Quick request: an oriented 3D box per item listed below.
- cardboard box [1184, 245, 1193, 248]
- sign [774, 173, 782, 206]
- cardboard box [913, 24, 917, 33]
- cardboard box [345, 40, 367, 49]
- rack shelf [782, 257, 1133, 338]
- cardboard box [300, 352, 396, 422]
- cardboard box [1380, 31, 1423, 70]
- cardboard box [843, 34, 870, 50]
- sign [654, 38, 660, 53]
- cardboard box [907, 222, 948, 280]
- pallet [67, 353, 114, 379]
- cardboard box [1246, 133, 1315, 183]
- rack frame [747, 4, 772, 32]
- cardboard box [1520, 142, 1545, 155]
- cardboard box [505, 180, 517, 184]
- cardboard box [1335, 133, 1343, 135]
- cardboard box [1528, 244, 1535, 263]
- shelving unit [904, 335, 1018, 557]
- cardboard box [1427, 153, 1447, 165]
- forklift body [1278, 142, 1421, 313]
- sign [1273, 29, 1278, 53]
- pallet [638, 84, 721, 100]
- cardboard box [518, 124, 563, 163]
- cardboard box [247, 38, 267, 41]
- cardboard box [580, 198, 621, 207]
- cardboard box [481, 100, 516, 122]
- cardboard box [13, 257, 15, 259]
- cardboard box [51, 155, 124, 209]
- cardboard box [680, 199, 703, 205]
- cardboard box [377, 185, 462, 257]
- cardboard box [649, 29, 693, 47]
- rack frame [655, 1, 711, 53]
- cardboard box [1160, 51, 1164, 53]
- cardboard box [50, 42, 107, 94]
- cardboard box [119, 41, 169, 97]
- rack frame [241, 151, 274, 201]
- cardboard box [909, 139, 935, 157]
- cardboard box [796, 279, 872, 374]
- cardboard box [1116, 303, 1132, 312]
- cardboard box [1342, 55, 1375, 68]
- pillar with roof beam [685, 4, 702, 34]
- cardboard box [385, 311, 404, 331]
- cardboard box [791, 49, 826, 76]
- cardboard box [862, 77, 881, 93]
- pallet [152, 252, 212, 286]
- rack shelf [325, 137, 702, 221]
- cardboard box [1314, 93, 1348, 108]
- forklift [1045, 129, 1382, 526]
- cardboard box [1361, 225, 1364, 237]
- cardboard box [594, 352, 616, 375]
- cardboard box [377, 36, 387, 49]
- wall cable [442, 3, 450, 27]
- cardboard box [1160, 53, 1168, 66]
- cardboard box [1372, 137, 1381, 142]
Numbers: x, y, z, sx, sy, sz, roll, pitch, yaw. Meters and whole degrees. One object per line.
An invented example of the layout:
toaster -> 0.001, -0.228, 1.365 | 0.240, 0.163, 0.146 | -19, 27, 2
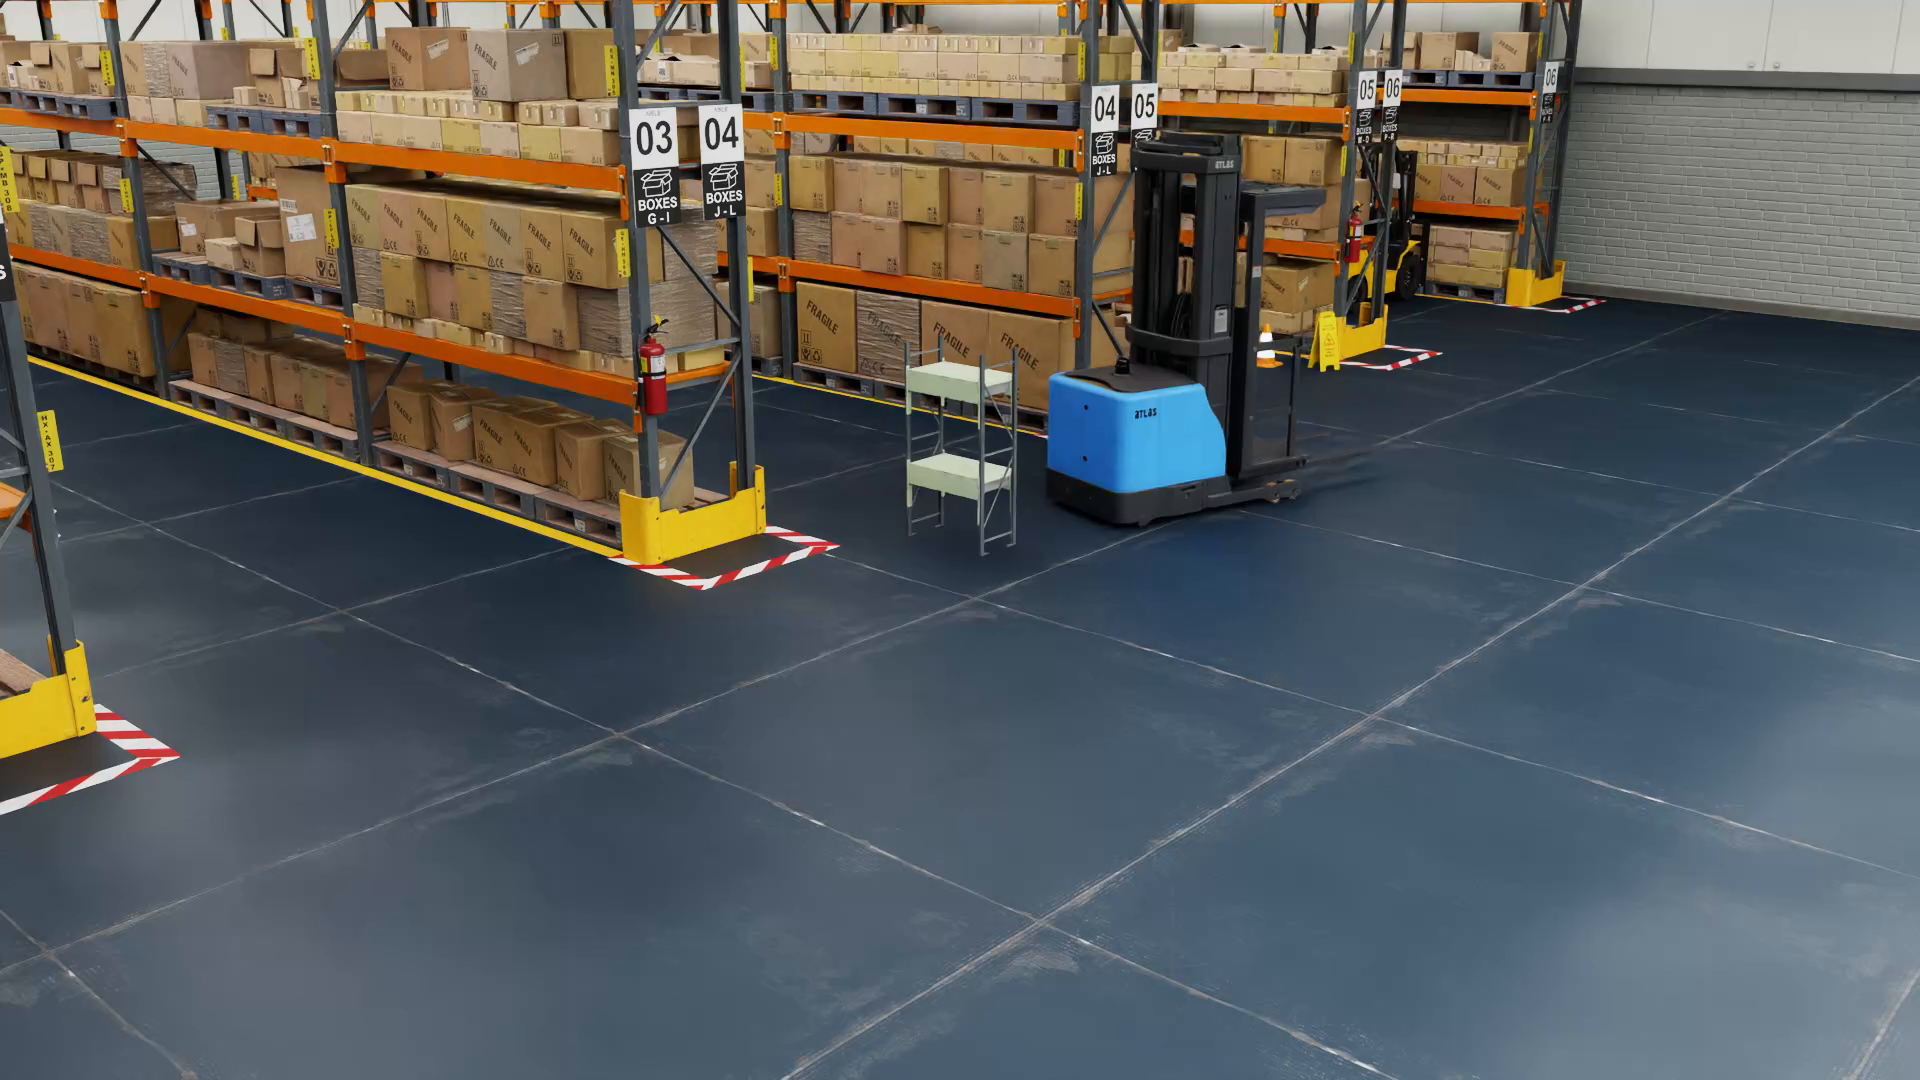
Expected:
cardboard box -> 2.659, -3.522, 21.362 | 0.500, 0.500, 0.500 | 16, 23, 40
sign -> -1.907, -3.684, 17.477 | 0.005, 0.325, 0.100 | 15, 23, 39
cardboard box -> -0.761, -9.016, 29.482 | 0.258, 0.266, 0.396 | 15, 23, 38
cardboard box -> -8.157, -6.739, 22.691 | 0.250, 0.149, 0.380 | 16, 23, 41
rack shelf -> -0.058, -2.550, 16.877 | 4.000, 0.370, 1.077 | 15, 23, 39
cardboard box -> -5.711, -1.439, 15.592 | 0.500, 0.500, 0.700 | 15, 23, 39
cardboard box -> 6.335, -6.870, 23.311 | 0.637, 0.503, 0.797 | 16, 24, 41
cardboard box -> -0.936, -4.929, 16.464 | 0.250, 0.149, 0.380 | 15, 23, 38
sign -> -4.694, -7.629, 25.747 | 0.005, 0.325, 0.100 | 15, 23, 39
cardboard box -> -0.055, -2.970, 16.764 | 0.500, 0.550, 0.875 | 15, 23, 39
pallet -> -9.361, -2.087, 18.838 | 1.213, 0.211, 1.003 | 15, 23, 39
cardboard box -> 3.748, -4.454, 19.377 | 0.500, 0.500, 0.700 | 15, 23, 40
rack frame -> -4.027, -10.827, 31.852 | 0.127, 3.000, 1.000 | 15, 23, 39
cardboard box -> 7.831, -5.370, 22.843 | 0.250, 0.149, 0.380 | 14, 23, 38
cardboard box -> -5.403, -4.507, 20.592 | 0.250, 0.149, 0.380 | 15, 23, 39
cardboard box -> 5.755, -5.951, 24.676 | 0.250, 0.149, 0.380 | 15, 23, 39
cardboard box -> 7.726, -4.024, 23.359 | 0.500, 0.250, 0.500 | 16, 23, 40
shelving unit -> 0.005, -0.714, 12.381 | 0.755, 1.500, 0.431 | 15, 23, 39
cardboard box -> 6.721, -5.324, 23.191 | 0.250, 0.149, 0.380 | 14, 22, 38
forklift body -> 5.311, -4.319, 22.664 | 1.214, 2.155, 2.313 | 15, 23, 39
sign -> 4.595, -7.260, 24.195 | 0.005, 0.325, 0.100 | 15, 23, 39
pallet -> -3.190, -5.096, 19.064 | 1.213, 0.211, 1.003 | 16, 24, 42
cardboard box -> -2.834, -2.886, 12.037 | 0.500, 0.250, 0.500 | 15, 23, 40
cardboard box -> -10.259, -7.319, 24.517 | 0.250, 0.149, 0.380 | 16, 24, 41
cardboard box -> -2.530, -2.329, 12.683 | 0.500, 0.500, 0.500 | 15, 23, 39
cardboard box -> -3.313, -3.186, 12.321 | 0.250, 0.149, 0.380 | 14, 22, 37
cardboard box -> -11.346, -3.137, 20.355 | 0.875, 0.875, 0.875 | 15, 23, 39
cardboard box -> -9.441, -3.937, 18.233 | 0.637, 0.503, 0.797 | 16, 24, 41
cardboard box -> -2.877, -3.589, 18.797 | 0.500, 0.500, 0.500 | 15, 23, 40
cardboard box -> -4.379, -2.611, 13.569 | 0.500, 0.500, 0.500 | 15, 23, 39
cardboard box -> -4.628, -7.932, 26.662 | 0.500, 0.500, 0.500 | 16, 23, 40
rack frame -> -4.327, -8.900, 25.780 | 0.127, 3.000, 1.000 | 15, 23, 39
cardboard box -> 2.419, -6.003, 20.707 | 0.250, 0.149, 0.380 | 16, 23, 41
cardboard box -> -9.121, -4.933, 17.378 | 0.500, 0.500, 0.500 | 17, 24, 42
cardboard box -> -7.733, -4.559, 16.067 | 0.500, 0.500, 0.500 | 15, 23, 40
rack frame -> -10.529, -5.704, 25.625 | 0.127, 3.000, 1.000 | 15, 23, 39
cardboard box -> -0.356, -5.276, 22.928 | 0.500, 0.500, 0.500 | 16, 23, 40
cardboard box -> -1.130, -2.340, 17.843 | 0.875, 0.875, 0.875 | 15, 23, 40
cardboard box -> 2.325, -3.040, 21.083 | 0.500, 0.250, 0.500 | 17, 24, 42
cardboard box -> 4.518, -5.439, 18.929 | 0.250, 0.149, 0.380 | 15, 23, 39
pillar with roof beam -> -8.303, -10.599, 31.131 | 0.400, 9.000, 9.100 | 15, 23, 39
cardboard box -> -4.577, -1.864, 13.943 | 0.250, 0.149, 0.380 | 15, 23, 39
cardboard box -> -1.374, -4.881, 16.970 | 0.500, 0.250, 0.500 | 15, 23, 40
cardboard box -> -0.745, -4.498, 16.424 | 0.250, 0.149, 0.380 | 15, 23, 38
pallet -> -7.310, -2.785, 16.746 | 1.003, 0.211, 1.213 | 15, 23, 39
rack shelf -> -3.426, -2.878, 12.951 | 4.000, 0.370, 1.077 | 15, 23, 39
cardboard box -> 4.196, -4.950, 18.706 | 0.250, 0.149, 0.380 | 15, 23, 39
forklift -> 2.208, -1.822, 13.507 | 3.031, 2.935, 1.130 | -11, 21, -31
cardboard box -> 4.531, -3.627, 19.496 | 0.250, 0.149, 0.380 | 15, 23, 39
cardboard box -> -2.467, -1.330, 12.260 | 0.250, 0.149, 0.380 | 15, 23, 39
cardboard box -> -7.327, -6.477, 22.244 | 0.500, 0.500, 0.700 | 15, 23, 39
wall cable -> -9.382, -11.592, 34.199 | 0.133, 3.039, 2.988 | 15, 23, 39
cardboard box -> 2.478, -5.790, 20.034 | 0.250, 0.149, 0.380 | 14, 22, 37
cardboard box -> 6.006, -5.685, 23.837 | 0.250, 0.149, 0.380 | 15, 23, 39
